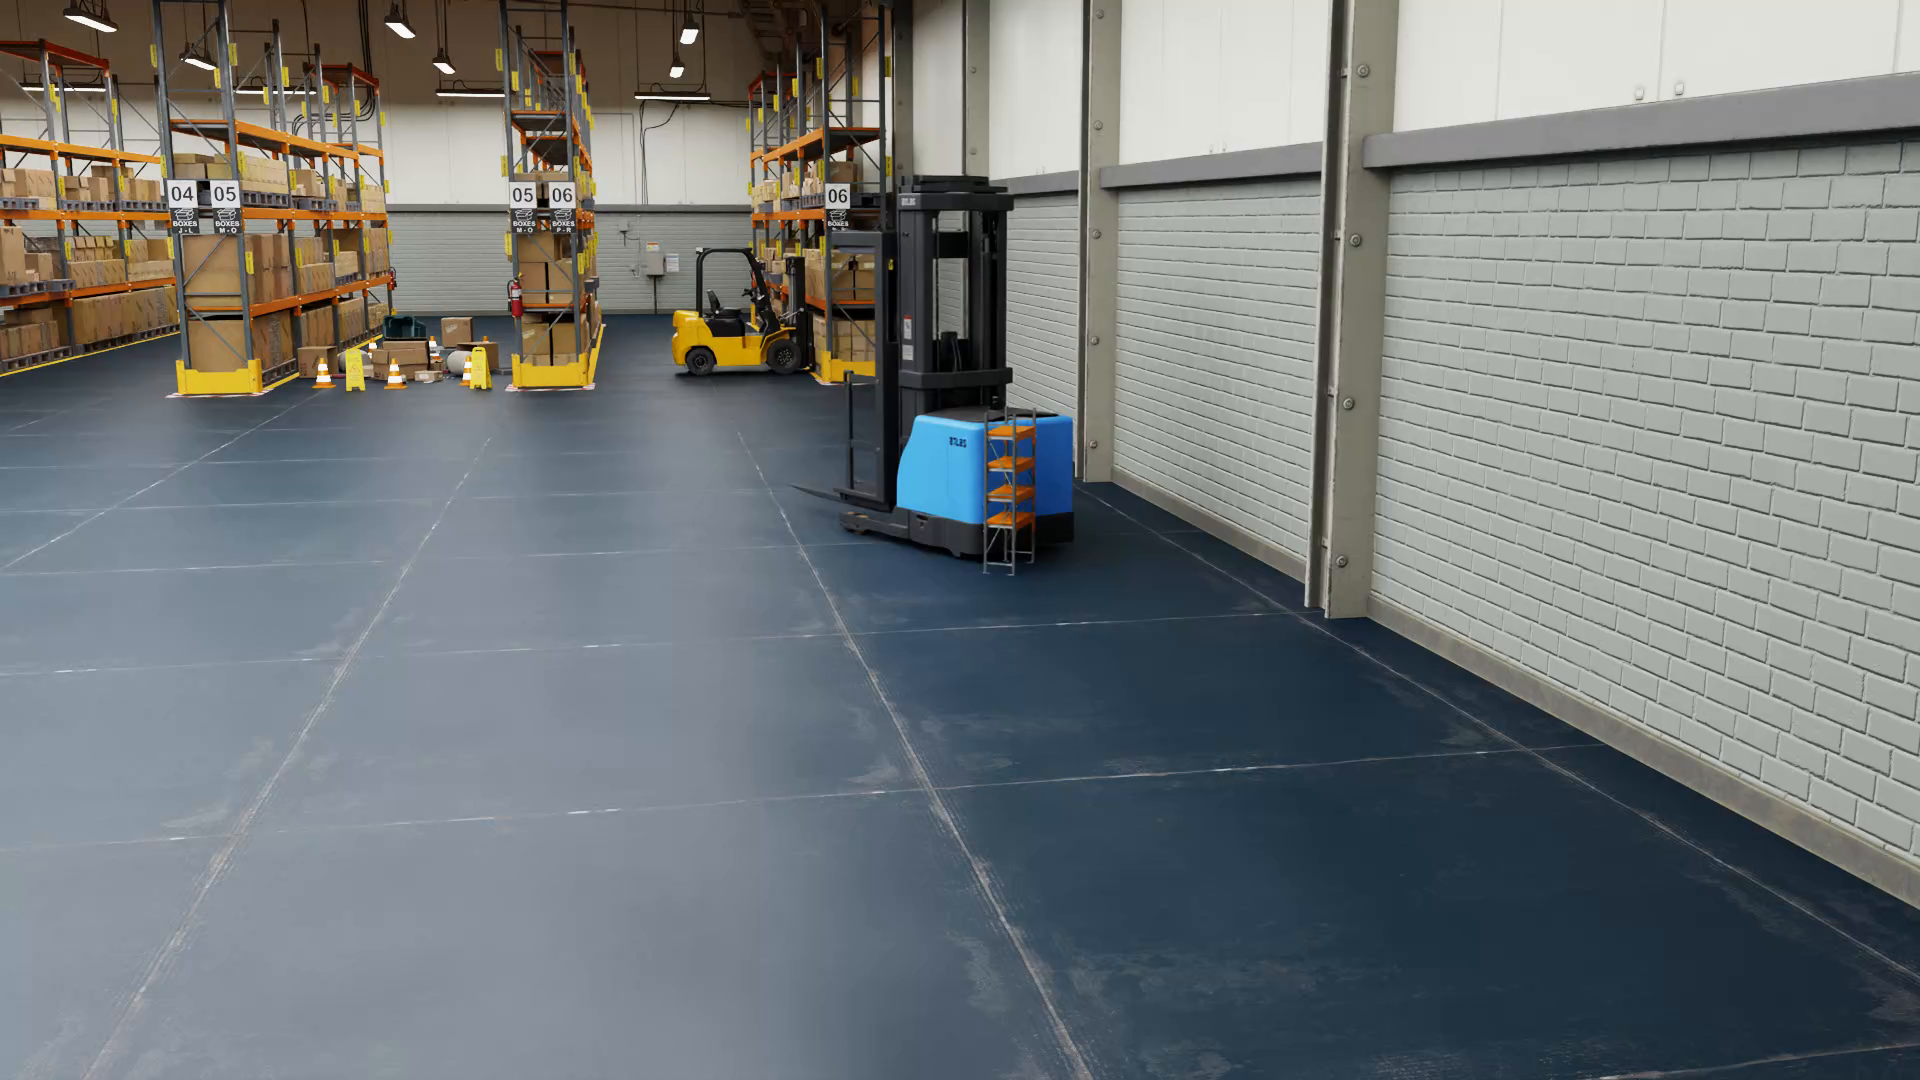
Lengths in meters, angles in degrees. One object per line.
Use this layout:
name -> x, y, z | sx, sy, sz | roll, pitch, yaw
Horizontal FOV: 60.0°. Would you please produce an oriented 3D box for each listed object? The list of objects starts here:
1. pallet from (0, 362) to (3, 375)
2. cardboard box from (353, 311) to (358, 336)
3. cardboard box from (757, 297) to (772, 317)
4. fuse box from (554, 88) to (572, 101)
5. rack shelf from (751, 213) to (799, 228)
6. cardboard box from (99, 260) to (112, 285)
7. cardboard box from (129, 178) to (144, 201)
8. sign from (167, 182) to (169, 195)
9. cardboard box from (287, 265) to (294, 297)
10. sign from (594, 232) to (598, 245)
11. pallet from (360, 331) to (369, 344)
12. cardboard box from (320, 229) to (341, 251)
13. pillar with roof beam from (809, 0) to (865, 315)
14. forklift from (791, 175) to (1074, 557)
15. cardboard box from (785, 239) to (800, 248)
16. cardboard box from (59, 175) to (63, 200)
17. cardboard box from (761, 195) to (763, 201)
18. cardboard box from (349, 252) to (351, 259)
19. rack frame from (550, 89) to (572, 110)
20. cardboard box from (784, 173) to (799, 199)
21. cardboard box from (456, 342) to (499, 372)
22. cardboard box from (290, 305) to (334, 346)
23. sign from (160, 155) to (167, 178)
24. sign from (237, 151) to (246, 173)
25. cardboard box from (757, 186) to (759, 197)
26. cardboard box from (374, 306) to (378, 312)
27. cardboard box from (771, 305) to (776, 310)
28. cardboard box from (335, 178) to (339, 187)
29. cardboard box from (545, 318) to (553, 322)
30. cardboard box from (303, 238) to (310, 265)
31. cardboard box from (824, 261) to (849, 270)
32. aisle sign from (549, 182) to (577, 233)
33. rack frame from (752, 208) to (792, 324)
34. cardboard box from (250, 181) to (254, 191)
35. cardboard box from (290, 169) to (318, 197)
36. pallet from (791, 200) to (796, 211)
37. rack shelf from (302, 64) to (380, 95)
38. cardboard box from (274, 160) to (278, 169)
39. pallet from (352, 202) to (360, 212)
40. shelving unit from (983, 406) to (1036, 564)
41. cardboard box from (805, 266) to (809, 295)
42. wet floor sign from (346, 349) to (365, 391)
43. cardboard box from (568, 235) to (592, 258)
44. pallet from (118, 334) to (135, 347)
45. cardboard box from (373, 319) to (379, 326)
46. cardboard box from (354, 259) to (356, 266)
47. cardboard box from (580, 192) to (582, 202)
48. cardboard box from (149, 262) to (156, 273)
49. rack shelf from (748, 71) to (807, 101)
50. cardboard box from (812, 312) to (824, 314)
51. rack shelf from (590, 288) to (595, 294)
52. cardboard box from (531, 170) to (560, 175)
pallet -> -16.912, -2.838, 28.043 | 1.003, 0.211, 1.213 | -2, 11, -11
cardboard box -> -13.162, -4.622, 35.522 | 0.500, 0.500, 0.500 | -2, 11, -12
cardboard box -> -4.796, -5.937, 42.418 | 0.797, 0.503, 0.637 | -3, 11, -13
fuse box -> -11.053, -12.429, 46.374 | 0.513, 0.334, 0.176 | -2, 11, -11
rack shelf -> -4.433, -7.826, 40.691 | 1.077, 0.370, 4.000 | -2, 11, -11
cardboard box -> -18.077, -5.584, 34.744 | 0.500, 0.500, 0.500 | -2, 11, -12
cardboard box -> -18.907, -7.916, 37.586 | 0.700, 0.500, 0.500 | -2, 11, -9
sign -> -18.876, -8.418, 39.721 | 0.100, 0.325, 0.005 | -2, 11, -11
cardboard box -> -12.109, -4.498, 28.906 | 0.875, 0.550, 0.550 | -2, 11, -11
sign -> -9.156, -7.593, 41.840 | 0.100, 0.325, 0.005 | -2, 11, -11
pallet -> -13.596, -4.446, 36.493 | 1.003, 0.211, 1.213 | -2, 11, -11
cardboard box -> -14.105, -6.722, 37.253 | 0.500, 0.500, 0.500 | -3, 11, -13
pillar with roof beam -> -6.351, -8.189, 32.655 | 9.100, 9.000, 0.548 | -2, 11, -11
forklift -> -0.372, -1.533, 13.914 | 1.130, 2.935, 3.031 | -8, 13, -36
cardboard box -> -4.073, -7.062, 40.379 | 0.500, 0.500, 0.500 | -2, 11, -13
cardboard box -> -18.045, -6.903, 32.522 | 0.797, 0.503, 0.637 | -1, 11, -8
cardboard box -> -4.360, -7.826, 38.052 | 0.380, 0.149, 0.250 | -2, 11, -10
cardboard box -> -22.184, -5.609, 29.480 | 20.239, 1.502, 9.106 | -2, 11, -11
rack frame -> -9.687, -9.838, 41.319 | 0.949, 2.616, 0.053 | -2, 11, -11
cardboard box -> -3.168, -7.153, 33.573 | 0.700, 0.500, 0.500 | -2, 11, -12
cardboard box -> -8.483, -3.218, 29.257 | 0.500, 0.500, 0.500 | 6, 12, 28
cardboard box -> -12.940, -4.212, 32.695 | 1.050, 0.750, 0.750 | -2, 11, -12
sign -> -11.949, -5.611, 24.973 | 0.100, 0.325, 0.005 | -2, 11, -11
sign -> -10.869, -5.719, 25.150 | 0.100, 0.325, 0.005 | -2, 11, -11
cardboard box -> -4.682, -8.495, 40.551 | 0.500, 0.250, 0.500 | -2, 11, -9
cardboard box -> -13.891, -5.415, 39.036 | 0.380, 0.149, 0.250 | -2, 11, -11
cardboard box -> -4.058, -5.123, 38.151 | 0.500, 0.500, 0.500 | -2, 11, -12
cardboard box -> -13.577, -7.401, 35.139 | 0.797, 0.503, 0.637 | -2, 11, -12
cardboard box -> -7.186, -3.506, 28.322 | 0.500, 0.500, 0.500 | -2, 11, -12
cardboard box -> -12.592, -5.402, 31.117 | 0.700, 0.500, 0.500 | -2, 11, -12
cardboard box -> -2.053, -4.559, 27.625 | 0.380, 0.149, 0.250 | -2, 11, -10
aisle sign -> -6.262, -5.234, 26.218 | 0.394, 0.787, 0.004 | -2, 11, -11
rack frame -> -4.822, -7.072, 42.832 | 1.000, 3.000, 0.127 | -2, 11, -11
cardboard box -> -11.265, -5.531, 25.992 | 0.380, 0.149, 0.250 | -2, 11, -11
cardboard box -> -12.358, -6.695, 31.168 | 0.500, 0.500, 0.500 | -2, 11, -11
pallet -> -2.826, -6.660, 33.146 | 1.003, 0.211, 1.213 | -2, 11, -8
rack shelf -> -14.137, -10.552, 38.105 | 1.077, 0.370, 4.000 | -2, 11, -11
cardboard box -> -11.663, -6.295, 27.875 | 0.380, 0.149, 0.250 | -2, 11, -10
pallet -> -13.733, -7.223, 36.104 | 1.213, 0.211, 1.003 | -2, 11, -11
shelving unit -> 0.377, -0.374, 12.451 | 0.258, 1.200, 0.492 | 4, 11, 19
cardboard box -> -2.541, -4.735, 30.283 | 0.500, 0.500, 0.500 | -2, 11, -10
wet floor sign -> -9.467, -2.668, 25.989 | 0.267, 0.644, 0.232 | -4, 12, -21
cardboard box -> -8.471, -6.530, 37.043 | 0.500, 0.500, 0.500 | -2, 11, -10
pallet -> -18.409, -4.289, 35.663 | 1.003, 0.211, 1.213 | -2, 11, -11
cardboard box -> -13.796, -5.080, 38.864 | 0.380, 0.149, 0.250 | -2, 11, -13
cardboard box -> -13.425, -6.074, 36.339 | 0.380, 0.149, 0.250 | -2, 11, -11
cardboard box -> -7.006, -6.165, 29.647 | 0.500, 0.250, 0.500 | -2, 11, -12
cardboard box -> -18.754, -6.242, 38.076 | 0.500, 0.250, 0.500 | -2, 11, -11
rack shelf -> -4.433, -10.932, 40.100 | 1.077, 0.370, 4.000 | -2, 11, -11
cardboard box -> -2.613, -4.024, 30.372 | 0.500, 0.250, 0.500 | -2, 11, -11
rack shelf -> -8.524, -5.437, 36.165 | 1.077, 0.370, 4.000 | -2, 11, -11
cardboard box -> -7.594, -6.644, 30.498 | 0.500, 0.250, 0.500 | -2, 11, -10
